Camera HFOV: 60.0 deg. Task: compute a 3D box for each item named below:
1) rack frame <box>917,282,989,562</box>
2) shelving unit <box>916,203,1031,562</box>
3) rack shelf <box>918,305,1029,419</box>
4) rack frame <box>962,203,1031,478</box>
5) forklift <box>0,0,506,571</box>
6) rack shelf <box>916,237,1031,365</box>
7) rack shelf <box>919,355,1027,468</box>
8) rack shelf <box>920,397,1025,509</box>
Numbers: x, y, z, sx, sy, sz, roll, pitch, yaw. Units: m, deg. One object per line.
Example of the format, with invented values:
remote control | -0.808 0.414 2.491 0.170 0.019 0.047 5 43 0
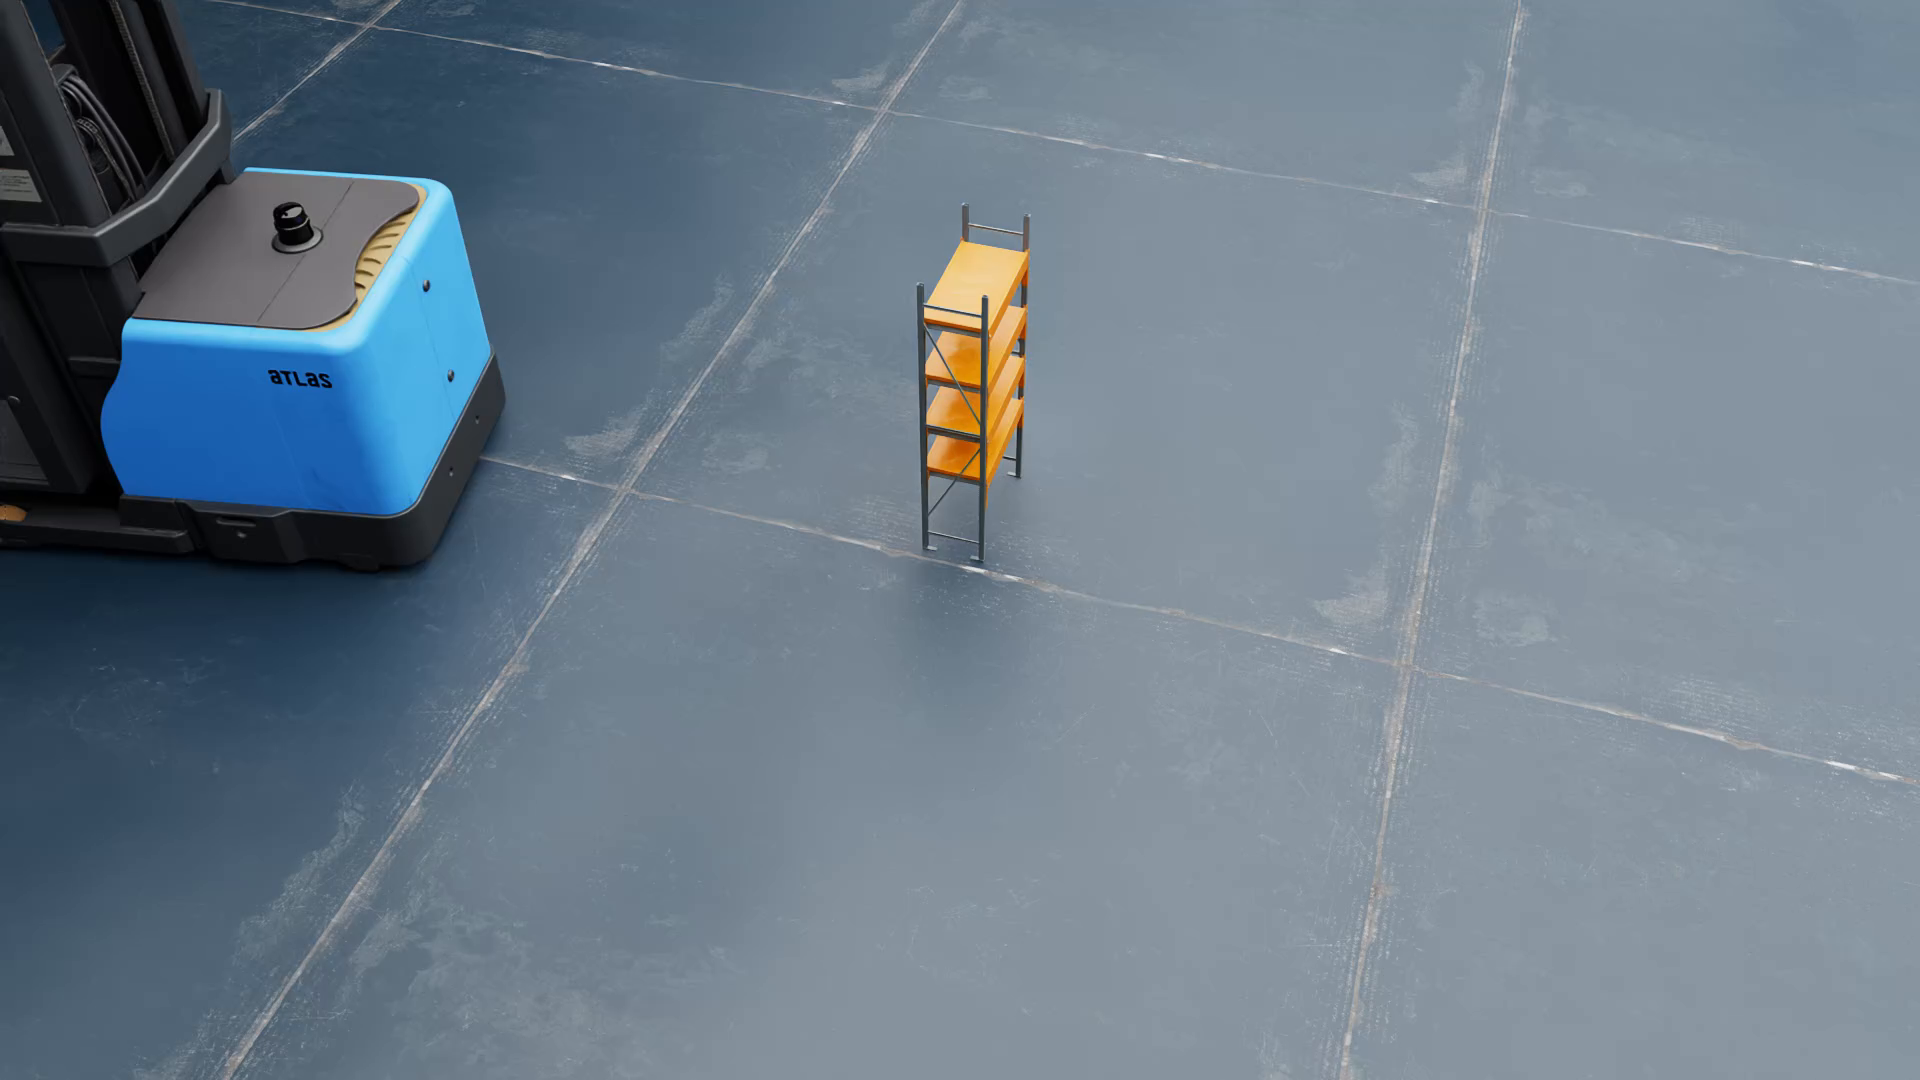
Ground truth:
rack frame | -0.024 -0.377 5.777 0.240 1.200 0.015 13 46 13
shelving unit | 0.050 -0.539 5.943 0.258 1.200 0.503 13 46 13
rack shelf | 0.050 -0.651 5.834 0.258 0.148 0.480 13 46 13
rack frame | 0.124 -0.702 6.109 0.240 1.200 0.015 13 46 13
forklift | -3.389 -1.379 5.564 3.031 2.935 1.130 5 45 5
rack shelf | 0.050 -0.820 5.668 0.258 0.148 0.480 13 46 13
rack shelf | 0.050 -0.491 5.990 0.258 0.148 0.480 13 46 13
rack shelf | 0.050 -0.349 6.129 0.258 0.148 0.480 13 46 13
